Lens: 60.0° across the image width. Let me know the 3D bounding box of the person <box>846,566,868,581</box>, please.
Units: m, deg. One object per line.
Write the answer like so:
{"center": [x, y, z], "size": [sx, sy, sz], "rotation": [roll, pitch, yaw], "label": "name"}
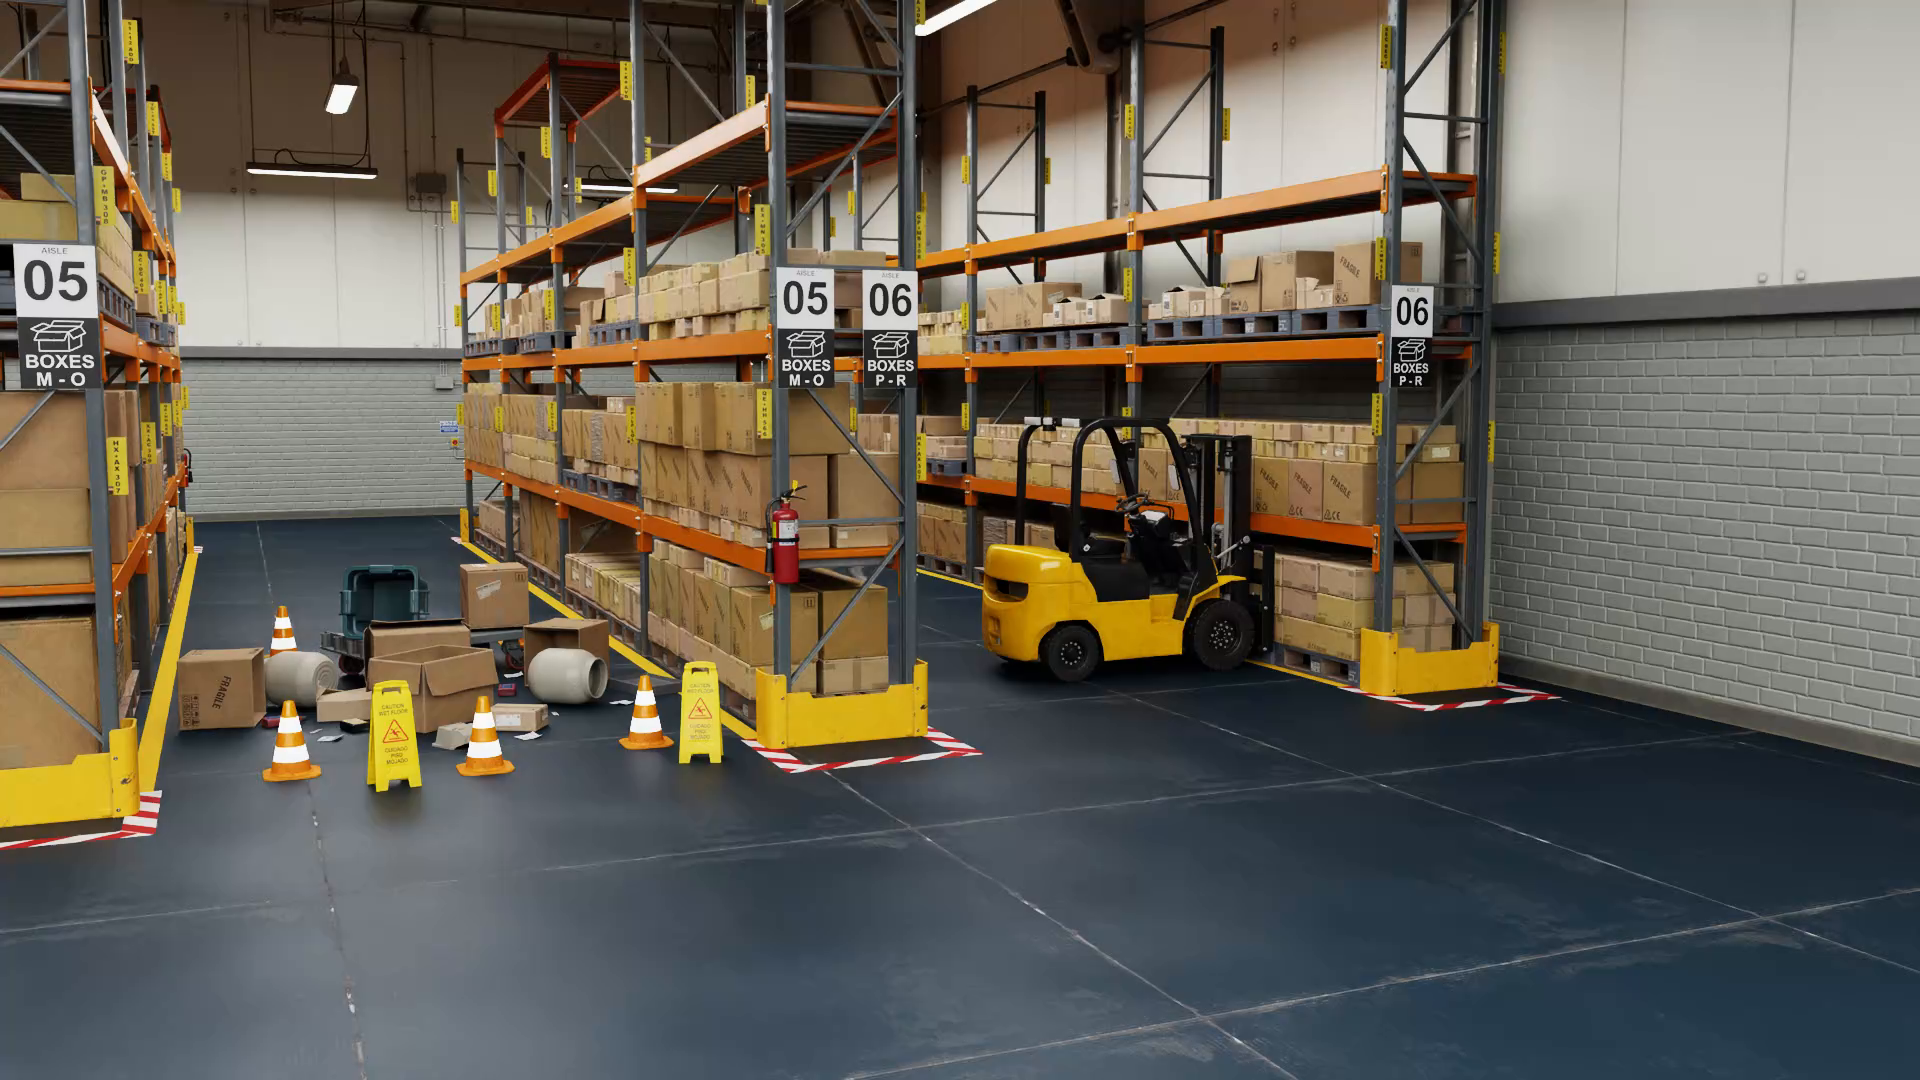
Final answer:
{"center": [-1.064, -0.037, 16.971], "size": [0.682, 1.767, 0.635], "rotation": [-5, 7, -44], "label": "person"}
